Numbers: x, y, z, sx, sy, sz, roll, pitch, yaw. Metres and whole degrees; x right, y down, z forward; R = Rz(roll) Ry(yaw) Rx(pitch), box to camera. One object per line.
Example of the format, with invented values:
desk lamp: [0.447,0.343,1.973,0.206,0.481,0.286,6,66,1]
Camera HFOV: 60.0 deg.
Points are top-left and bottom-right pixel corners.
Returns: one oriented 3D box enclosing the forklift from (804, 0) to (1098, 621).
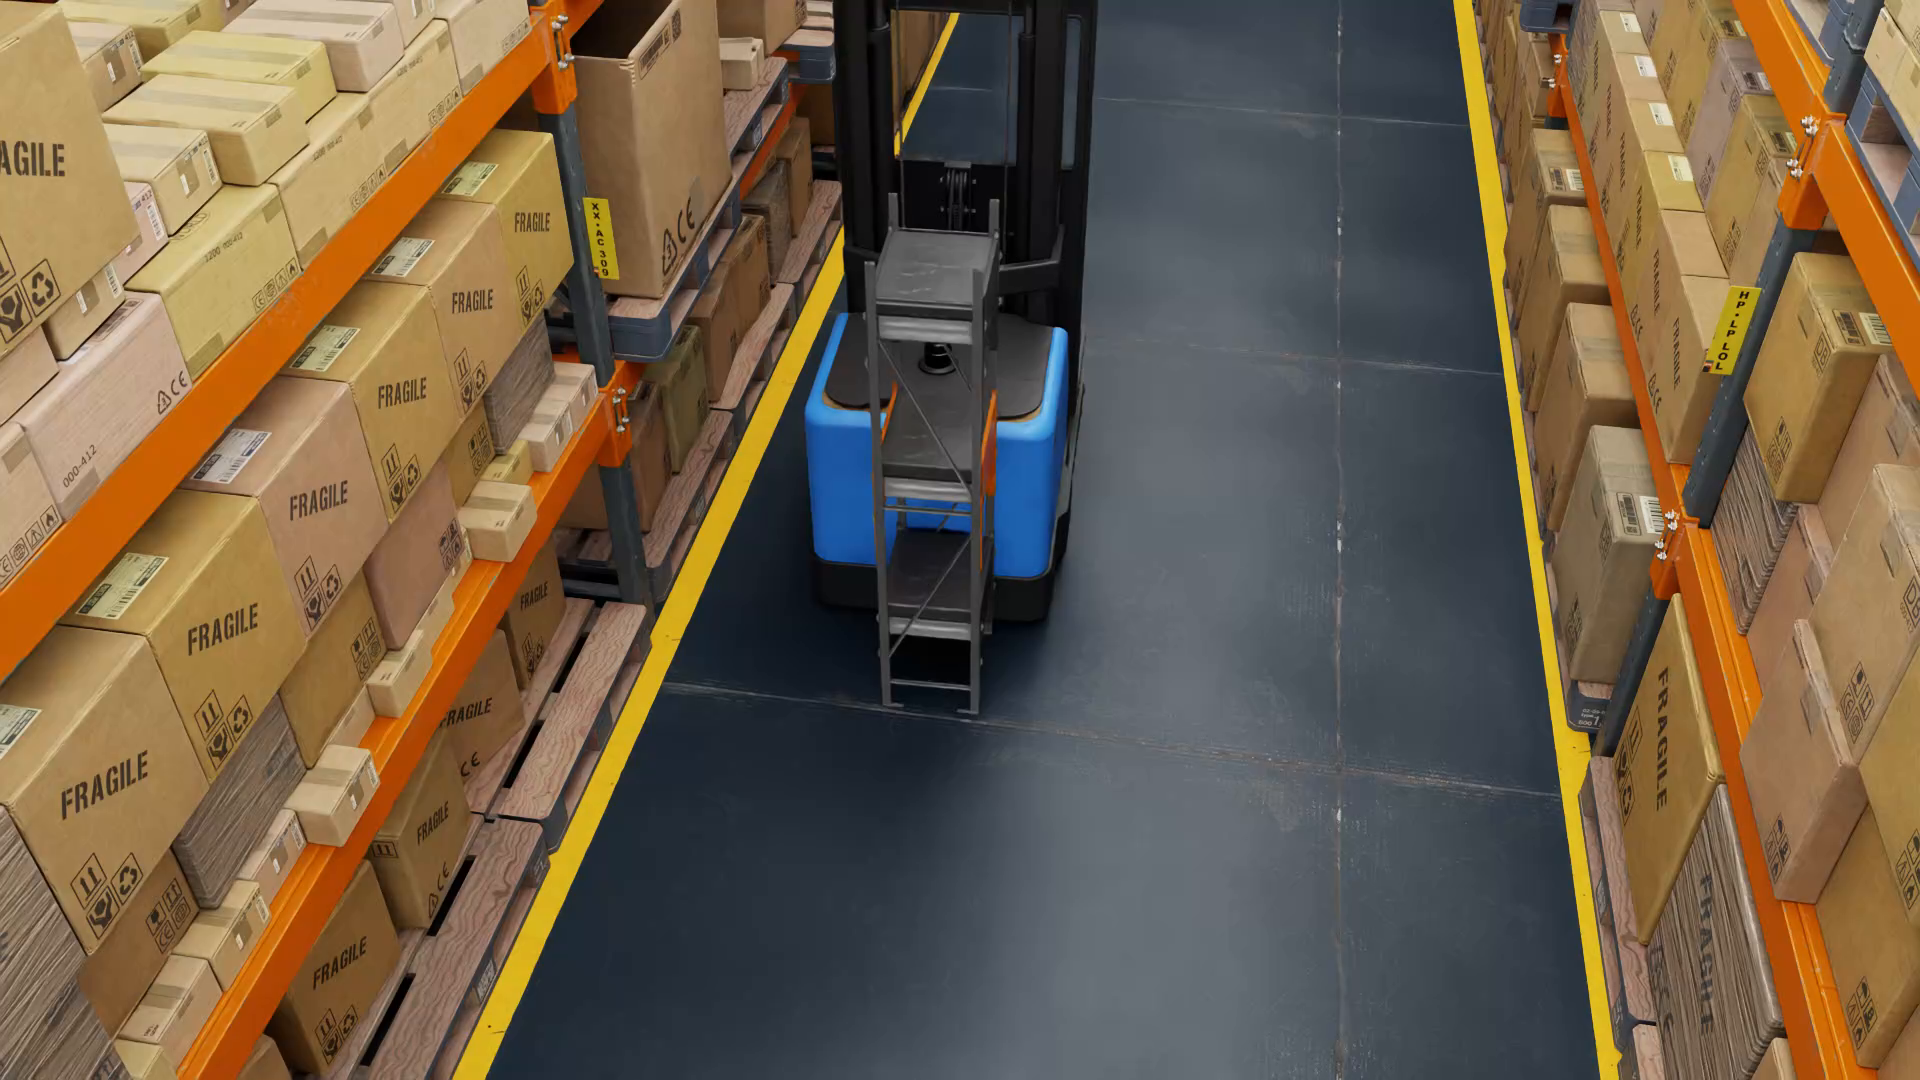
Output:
forklift: [0.053,-1.712,7.520,1.130,2.935,3.031,5,40,6]

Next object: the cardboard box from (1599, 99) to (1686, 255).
cardboard box: [3.114,-1.553,7.195,0.500,0.500,0.500,6,40,7]

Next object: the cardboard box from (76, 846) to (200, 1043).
cardboard box: [-2.443,0.874,4.027,0.875,0.500,0.500,6,40,8]

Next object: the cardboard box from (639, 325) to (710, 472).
cardboard box: [-1.613,-0.701,7.860,0.700,0.500,0.500,6,40,7]

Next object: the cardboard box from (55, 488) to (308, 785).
cardboard box: [-1.991,0.215,4.039,0.500,0.500,0.500,6,40,8]

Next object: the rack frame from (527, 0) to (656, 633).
rack frame: [-1.841,-0.814,6.381,1.000,3.000,0.127,6,40,8]

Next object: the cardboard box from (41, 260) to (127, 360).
cardboard box: [-1.999,-0.516,3.470,0.380,0.149,0.250,5,40,6]

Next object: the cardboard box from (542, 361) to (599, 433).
cardboard box: [-1.589,-0.550,6.258,0.380,0.149,0.250,6,40,8]

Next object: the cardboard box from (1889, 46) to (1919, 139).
cardboard box: [2.586,-1.110,4.173,0.380,0.149,0.250,7,40,8]

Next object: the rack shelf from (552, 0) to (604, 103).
rack shelf: [-1.495,-2.948,7.172,1.077,0.370,4.000,6,40,8]

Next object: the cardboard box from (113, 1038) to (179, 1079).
cardboard box: [-2.129,1.330,3.984,0.380,0.149,0.250,6,40,8]

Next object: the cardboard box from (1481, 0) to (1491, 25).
cardboard box: [4.022,-3.989,11.852,0.500,0.500,0.500,8,40,9]

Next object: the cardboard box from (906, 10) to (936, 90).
cardboard box: [-0.847,-3.657,11.157,1.225,0.875,0.875,7,40,8]

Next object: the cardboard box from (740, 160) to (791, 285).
cardboard box: [-1.329,-1.759,9.139,0.700,0.500,0.500,3,40,4]

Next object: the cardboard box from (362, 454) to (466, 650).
cardboard box: [-2.089,-0.057,5.153,0.875,0.500,0.500,6,40,8]

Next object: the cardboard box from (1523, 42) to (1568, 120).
cardboard box: [3.579,-2.660,9.657,0.500,0.250,0.500,6,40,7]

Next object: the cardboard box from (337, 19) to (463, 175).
cardboard box: [-1.764,-1.271,4.697,0.500,0.250,0.500,7,40,9]

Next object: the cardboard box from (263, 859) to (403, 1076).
cardboard box: [-2.212,1.338,5.410,0.500,0.500,0.500,10,41,12]

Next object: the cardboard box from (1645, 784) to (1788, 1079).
cardboard box: [2.696,1.406,5.033,0.875,0.875,0.875,7,40,8]

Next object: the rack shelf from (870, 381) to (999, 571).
rack shelf: [-0.090,-0.249,6.425,0.431,0.518,0.480,5,40,6]

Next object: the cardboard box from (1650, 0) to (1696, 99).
cardboard box: [3.458,-2.218,7.215,0.700,0.500,0.500,6,40,7]

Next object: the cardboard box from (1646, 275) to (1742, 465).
cardboard box: [2.853,-0.599,6.043,0.500,0.500,0.500,6,40,7]

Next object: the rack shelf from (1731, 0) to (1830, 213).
rack shelf: [3.372,-2.338,6.434,1.077,0.370,4.000,6,40,8]

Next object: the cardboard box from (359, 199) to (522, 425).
cardboard box: [-1.733,-0.726,5.178,0.500,0.500,0.500,6,40,8]

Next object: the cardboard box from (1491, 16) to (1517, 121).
cardboard box: [3.744,-3.014,10.673,0.500,0.500,0.500,5,40,6]

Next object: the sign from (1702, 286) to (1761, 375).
sign: [2.490,-0.673,5.364,0.100,0.325,0.005,6,40,8]

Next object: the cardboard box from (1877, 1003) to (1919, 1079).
cardboard box: [2.648,1.326,3.675,0.875,0.550,0.550,6,40,8]

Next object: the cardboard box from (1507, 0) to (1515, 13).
cardboard box: [3.840,-3.623,10.822,0.500,0.250,0.500,8,40,9]

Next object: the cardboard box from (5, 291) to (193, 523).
cardboard box: [-2.023,-0.311,3.536,0.500,0.250,0.500,6,40,8]

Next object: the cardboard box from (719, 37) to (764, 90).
cardboard box: [-1.172,-2.358,8.024,0.396,0.266,0.258,5,40,6]

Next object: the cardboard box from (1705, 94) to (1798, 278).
cardboard box: [3.194,-1.263,6.061,0.700,0.500,0.500,6,40,7]

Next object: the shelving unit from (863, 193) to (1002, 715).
shelving unit: [-0.090,-0.260,6.416,0.431,2.100,0.503,5,40,6]

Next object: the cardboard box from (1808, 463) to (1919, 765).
cardboard box: [2.719,0.232,4.151,0.875,0.550,0.550,6,40,8]

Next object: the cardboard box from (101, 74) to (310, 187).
cardboard box: [-1.836,-1.003,4.059,0.380,0.149,0.250,8,40,10]

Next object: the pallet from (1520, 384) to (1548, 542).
pallet: [3.294,-0.390,8.056,1.003,0.211,1.213,6,40,8]

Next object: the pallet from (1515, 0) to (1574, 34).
pallet: [3.737,-3.099,9.295,1.213,0.211,1.003,6,40,8]

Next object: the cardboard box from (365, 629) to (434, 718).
cardboard box: [-1.863,0.390,5.122,0.380,0.149,0.250,6,40,8]

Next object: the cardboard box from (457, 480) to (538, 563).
cardboard box: [-1.677,-0.075,5.684,0.380,0.149,0.250,6,40,8]

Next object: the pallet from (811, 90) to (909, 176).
pallet: [-0.938,-2.736,10.894,1.003,0.211,1.213,6,40,8]

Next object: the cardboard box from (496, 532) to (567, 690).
cardboard box: [-1.950,0.234,6.745,0.500,0.500,0.500,5,40,6]

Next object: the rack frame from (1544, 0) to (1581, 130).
rack frame: [3.719,-2.714,8.679,1.000,3.000,0.127,6,40,8]

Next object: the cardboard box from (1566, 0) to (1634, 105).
cardboard box: [3.375,-2.501,8.342,0.500,0.500,0.500,7,40,8]

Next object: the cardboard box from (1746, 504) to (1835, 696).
cardboard box: [2.901,0.319,4.893,0.875,0.550,0.550,6,40,8]

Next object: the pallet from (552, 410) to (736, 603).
pallet: [-1.708,-0.228,7.861,1.003,0.211,1.213,6,40,8]

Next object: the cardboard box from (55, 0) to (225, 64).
cardboard box: [-2.248,-1.395,4.534,0.380,0.149,0.250,8,40,9]

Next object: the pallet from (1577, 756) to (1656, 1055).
pallet: [2.818,1.339,5.964,1.003,0.211,1.213,6,40,8]

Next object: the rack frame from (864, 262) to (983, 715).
rack frame: [-0.122,-0.106,6.230,0.400,2.100,0.015,5,40,6]

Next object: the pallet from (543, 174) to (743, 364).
pallet: [-1.566,-1.204,7.003,1.003,0.211,1.213,6,40,8]

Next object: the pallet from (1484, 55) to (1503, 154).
pallet: [4.069,-2.893,11.084,1.003,0.211,1.213,6,40,8]

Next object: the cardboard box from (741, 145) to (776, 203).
cardboard box: [-1.317,-2.062,8.918,0.500,0.250,0.500,11,41,13]

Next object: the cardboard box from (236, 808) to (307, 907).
cardboard box: [-2.040,0.855,4.559,0.380,0.149,0.250,6,40,8]

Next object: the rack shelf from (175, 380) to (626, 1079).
rack shelf: [-2.187,0.718,5.092,1.077,0.370,4.000,6,40,8]

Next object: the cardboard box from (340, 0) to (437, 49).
cardboard box: [-1.707,-1.506,4.668,0.380,0.149,0.250,5,40,5]

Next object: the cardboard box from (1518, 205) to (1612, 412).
cardboard box: [3.377,-1.088,8.148,1.050,0.750,0.750,7,40,8]
